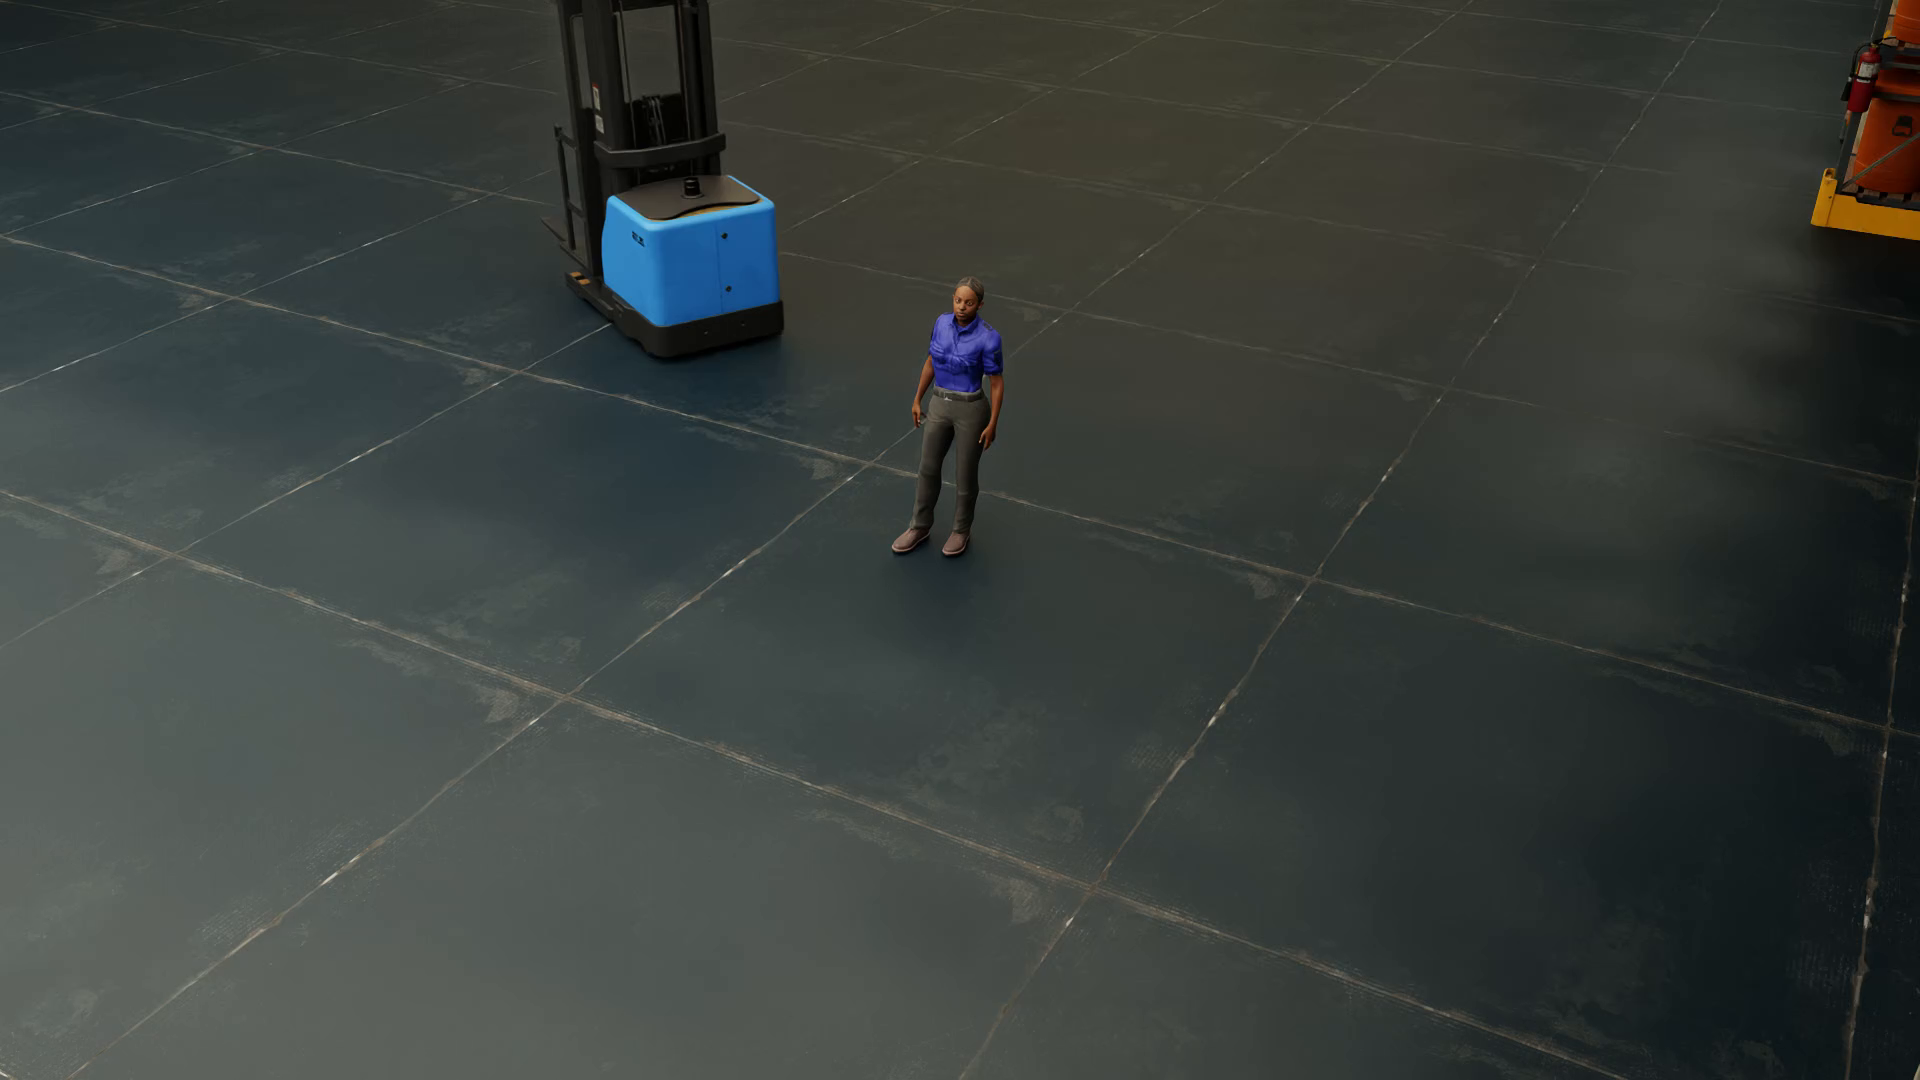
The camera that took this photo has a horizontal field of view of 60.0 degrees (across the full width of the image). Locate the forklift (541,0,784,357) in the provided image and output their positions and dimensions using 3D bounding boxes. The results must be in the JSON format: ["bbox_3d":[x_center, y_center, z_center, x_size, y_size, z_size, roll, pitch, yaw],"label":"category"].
[{"bbox_3d":[-2.542,-3.306,12.799,1.130,2.935,3.031,-17,34,-27],"label":"forklift"}]

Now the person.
[{"bbox_3d":[-0.060,-0.689,9.528,0.569,1.654,0.504,15,33,25],"label":"person"}]
